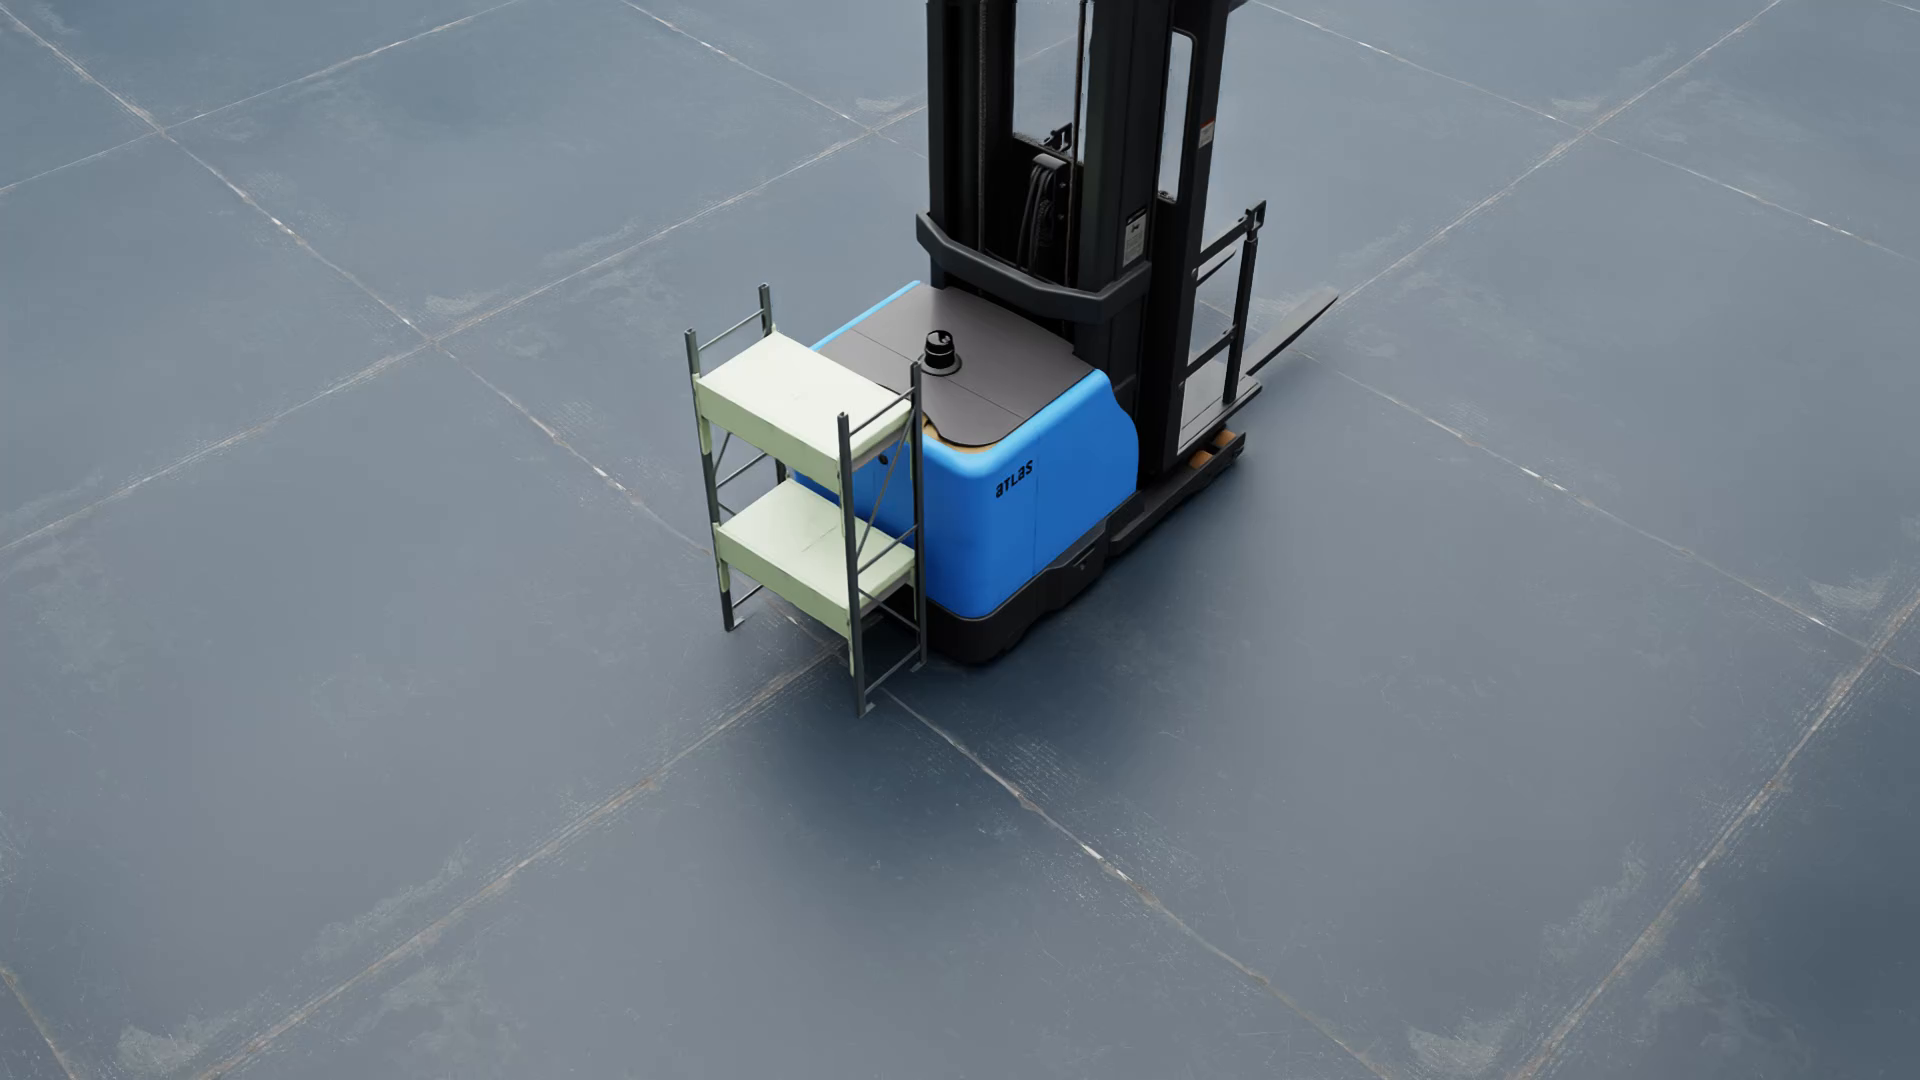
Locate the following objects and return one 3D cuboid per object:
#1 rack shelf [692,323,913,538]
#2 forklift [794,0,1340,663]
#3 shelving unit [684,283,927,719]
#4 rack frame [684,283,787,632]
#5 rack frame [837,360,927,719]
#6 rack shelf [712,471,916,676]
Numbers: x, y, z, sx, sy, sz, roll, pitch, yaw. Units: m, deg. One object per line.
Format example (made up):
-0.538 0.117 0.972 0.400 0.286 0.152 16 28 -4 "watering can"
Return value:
-0.550 -0.405 6.009 0.720 0.370 0.431 30 50 28 "rack shelf"
0.649 -1.515 6.730 1.130 2.935 3.031 30 51 29 "forklift"
-0.550 -0.119 6.273 0.755 1.500 0.431 30 50 28 "shelving unit"
-0.830 -0.278 6.446 0.023 1.500 0.400 30 50 28 "rack frame"
-0.270 0.041 6.101 0.023 1.500 0.400 30 50 28 "rack frame"
-0.550 0.121 6.495 0.720 0.370 0.431 30 50 28 "rack shelf"
